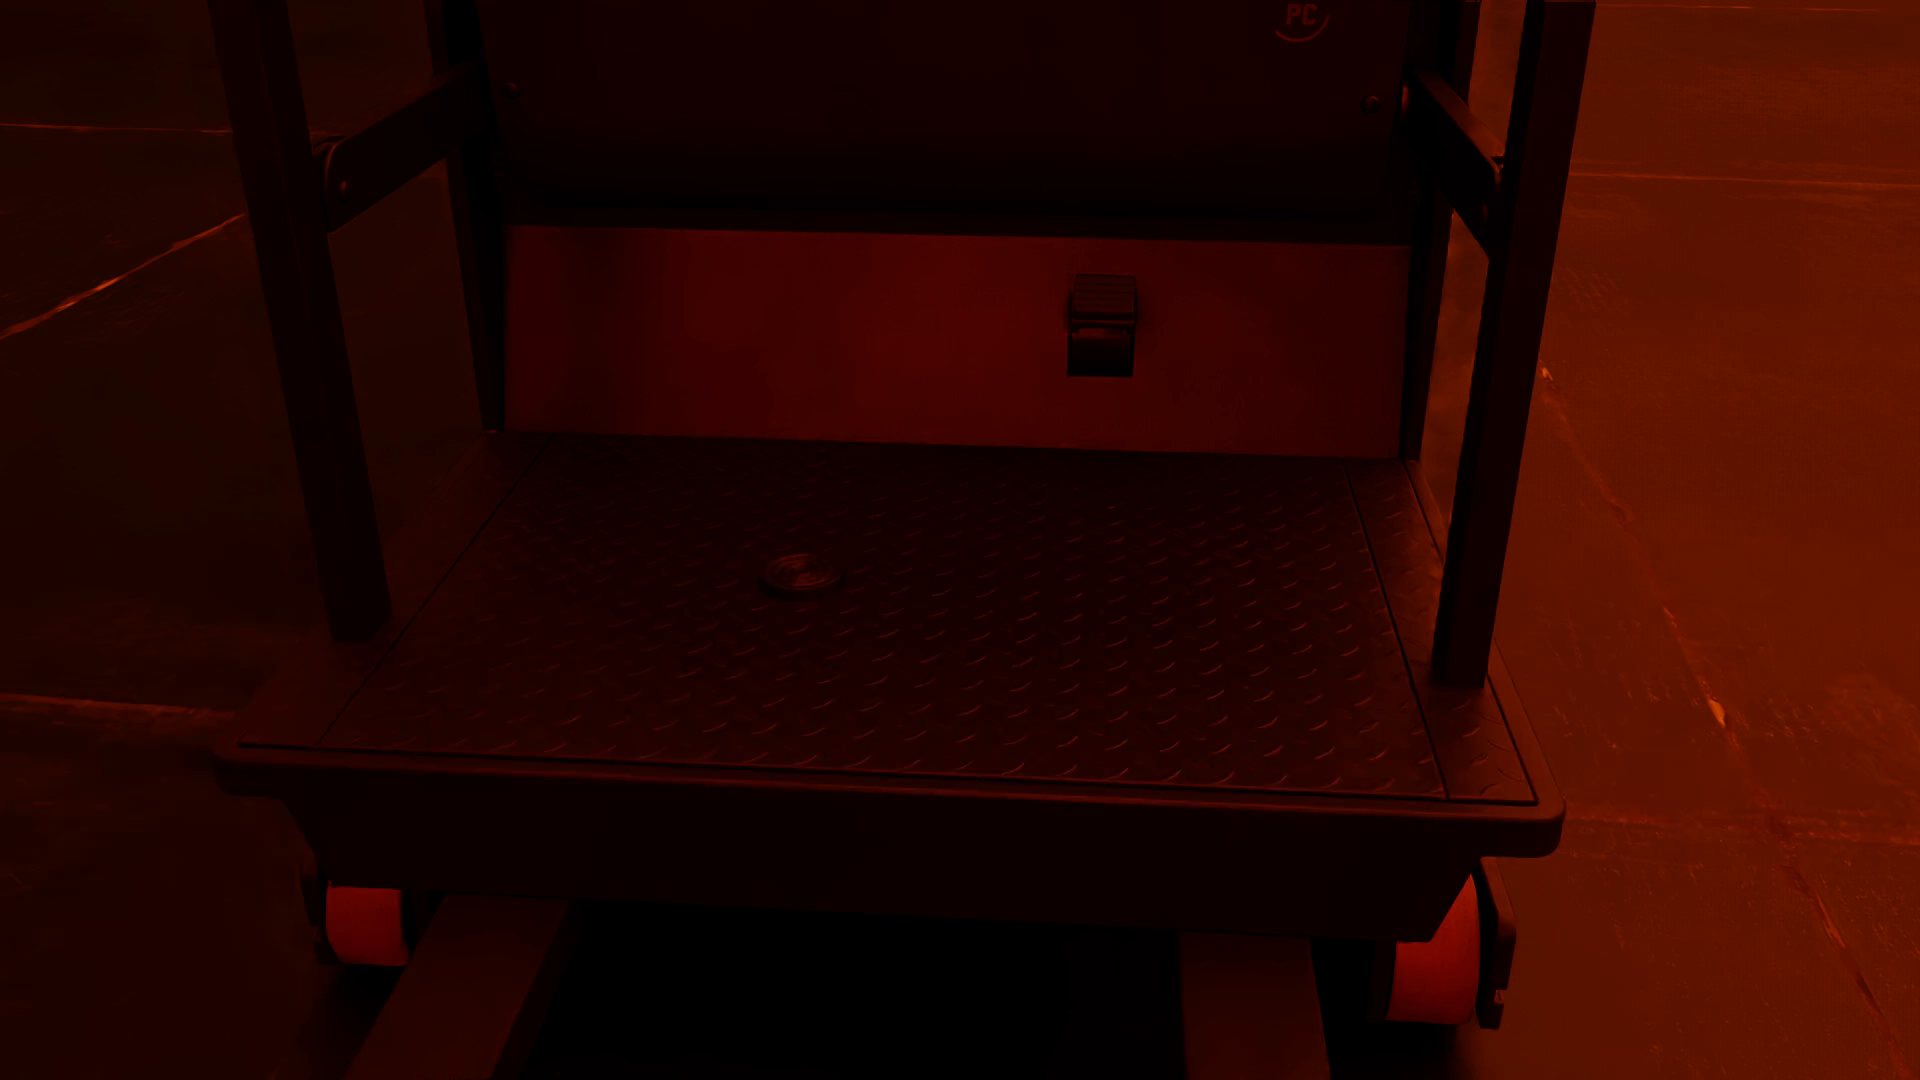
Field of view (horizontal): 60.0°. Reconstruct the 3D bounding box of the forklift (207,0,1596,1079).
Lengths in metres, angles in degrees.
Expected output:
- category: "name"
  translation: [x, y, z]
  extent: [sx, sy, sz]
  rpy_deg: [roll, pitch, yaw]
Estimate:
- category: "forklift"
  translation: [-0.037, -1.008, 1.237]
  extent: [1.130, 2.935, 3.031]
  rpy_deg: [2, 27, 4]
